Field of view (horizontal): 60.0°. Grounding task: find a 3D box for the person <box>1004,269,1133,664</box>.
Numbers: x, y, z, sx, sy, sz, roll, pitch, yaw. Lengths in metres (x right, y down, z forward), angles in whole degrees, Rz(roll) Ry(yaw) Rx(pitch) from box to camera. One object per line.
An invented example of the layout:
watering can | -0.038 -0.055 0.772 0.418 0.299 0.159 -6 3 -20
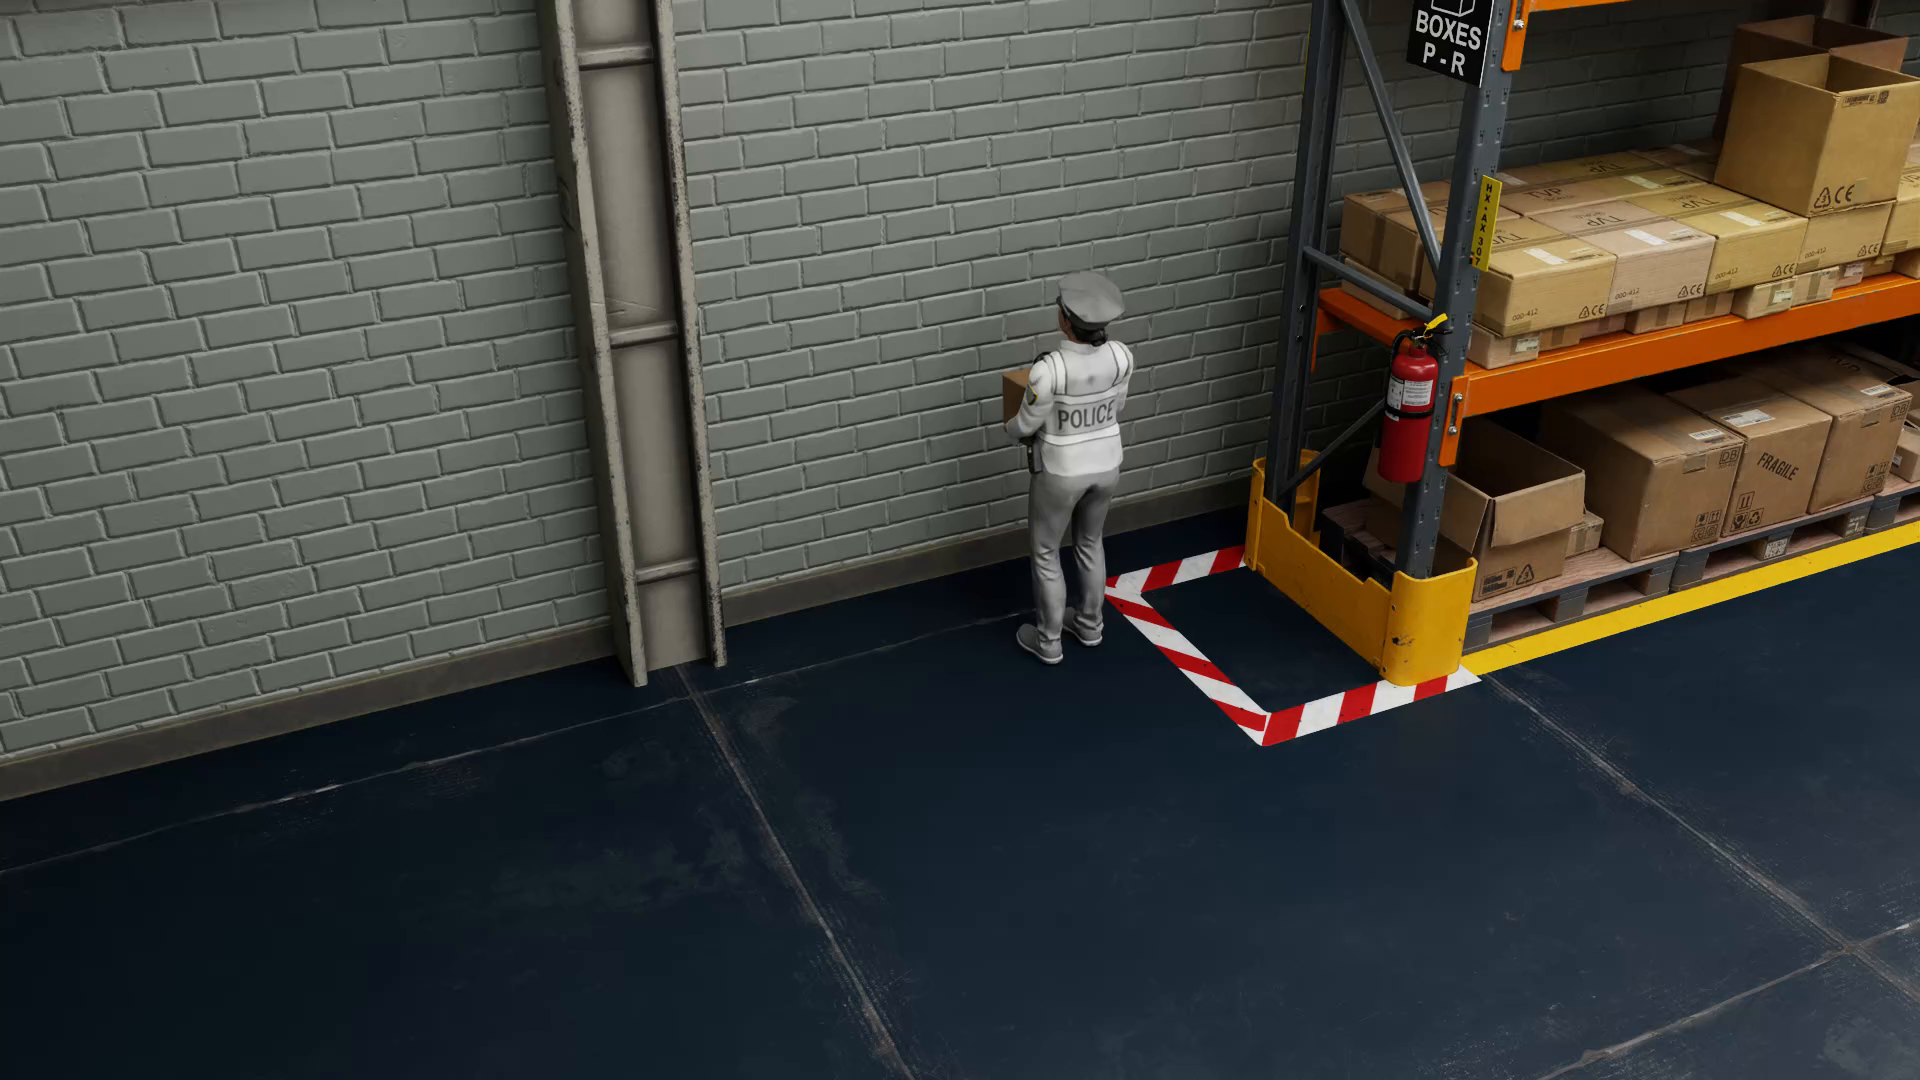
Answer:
person | 0.420 -0.306 6.639 0.461 1.687 0.562 -13 32 -22
